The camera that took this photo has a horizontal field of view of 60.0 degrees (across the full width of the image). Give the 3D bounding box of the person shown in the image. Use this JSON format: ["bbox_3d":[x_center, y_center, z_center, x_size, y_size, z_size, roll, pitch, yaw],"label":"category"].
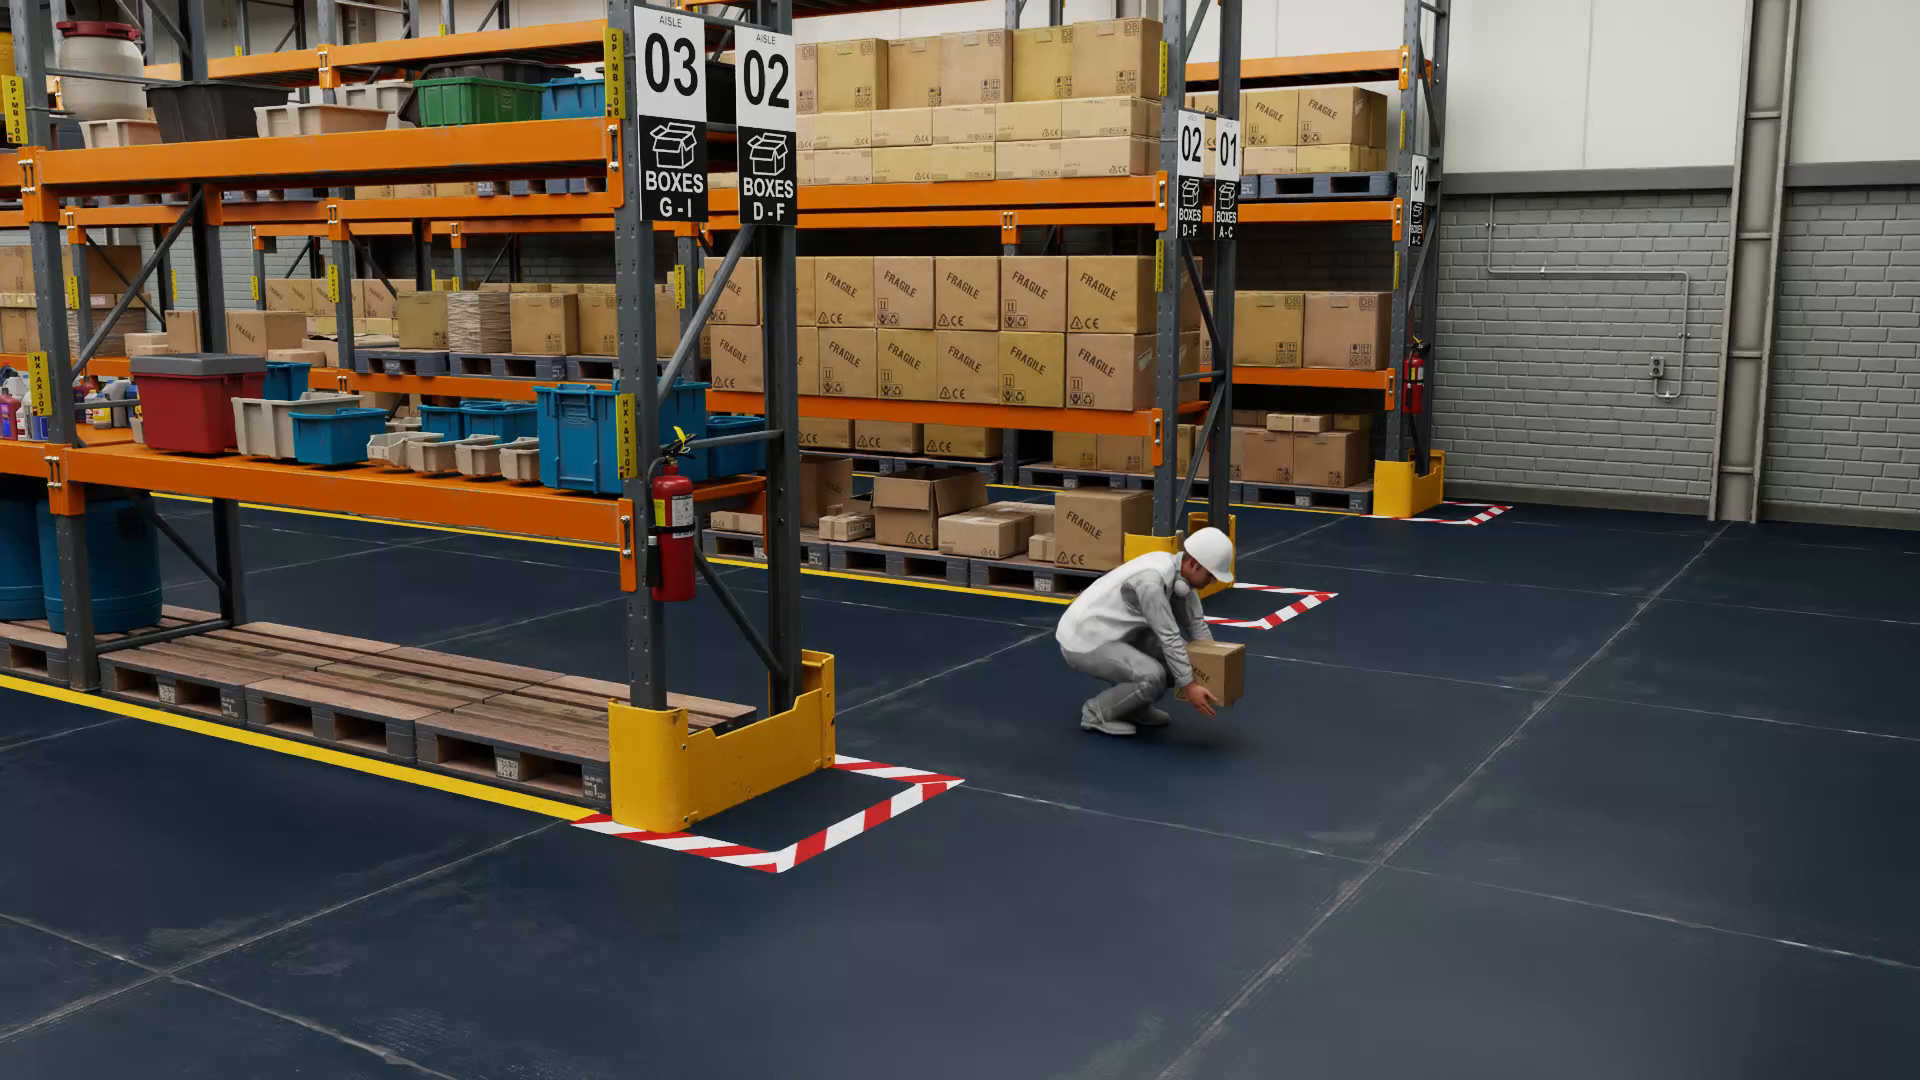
[{"bbox_3d":[0.911,0.429,8.059,0.863,1.019,0.523,5,11,30],"label":"person"}]
